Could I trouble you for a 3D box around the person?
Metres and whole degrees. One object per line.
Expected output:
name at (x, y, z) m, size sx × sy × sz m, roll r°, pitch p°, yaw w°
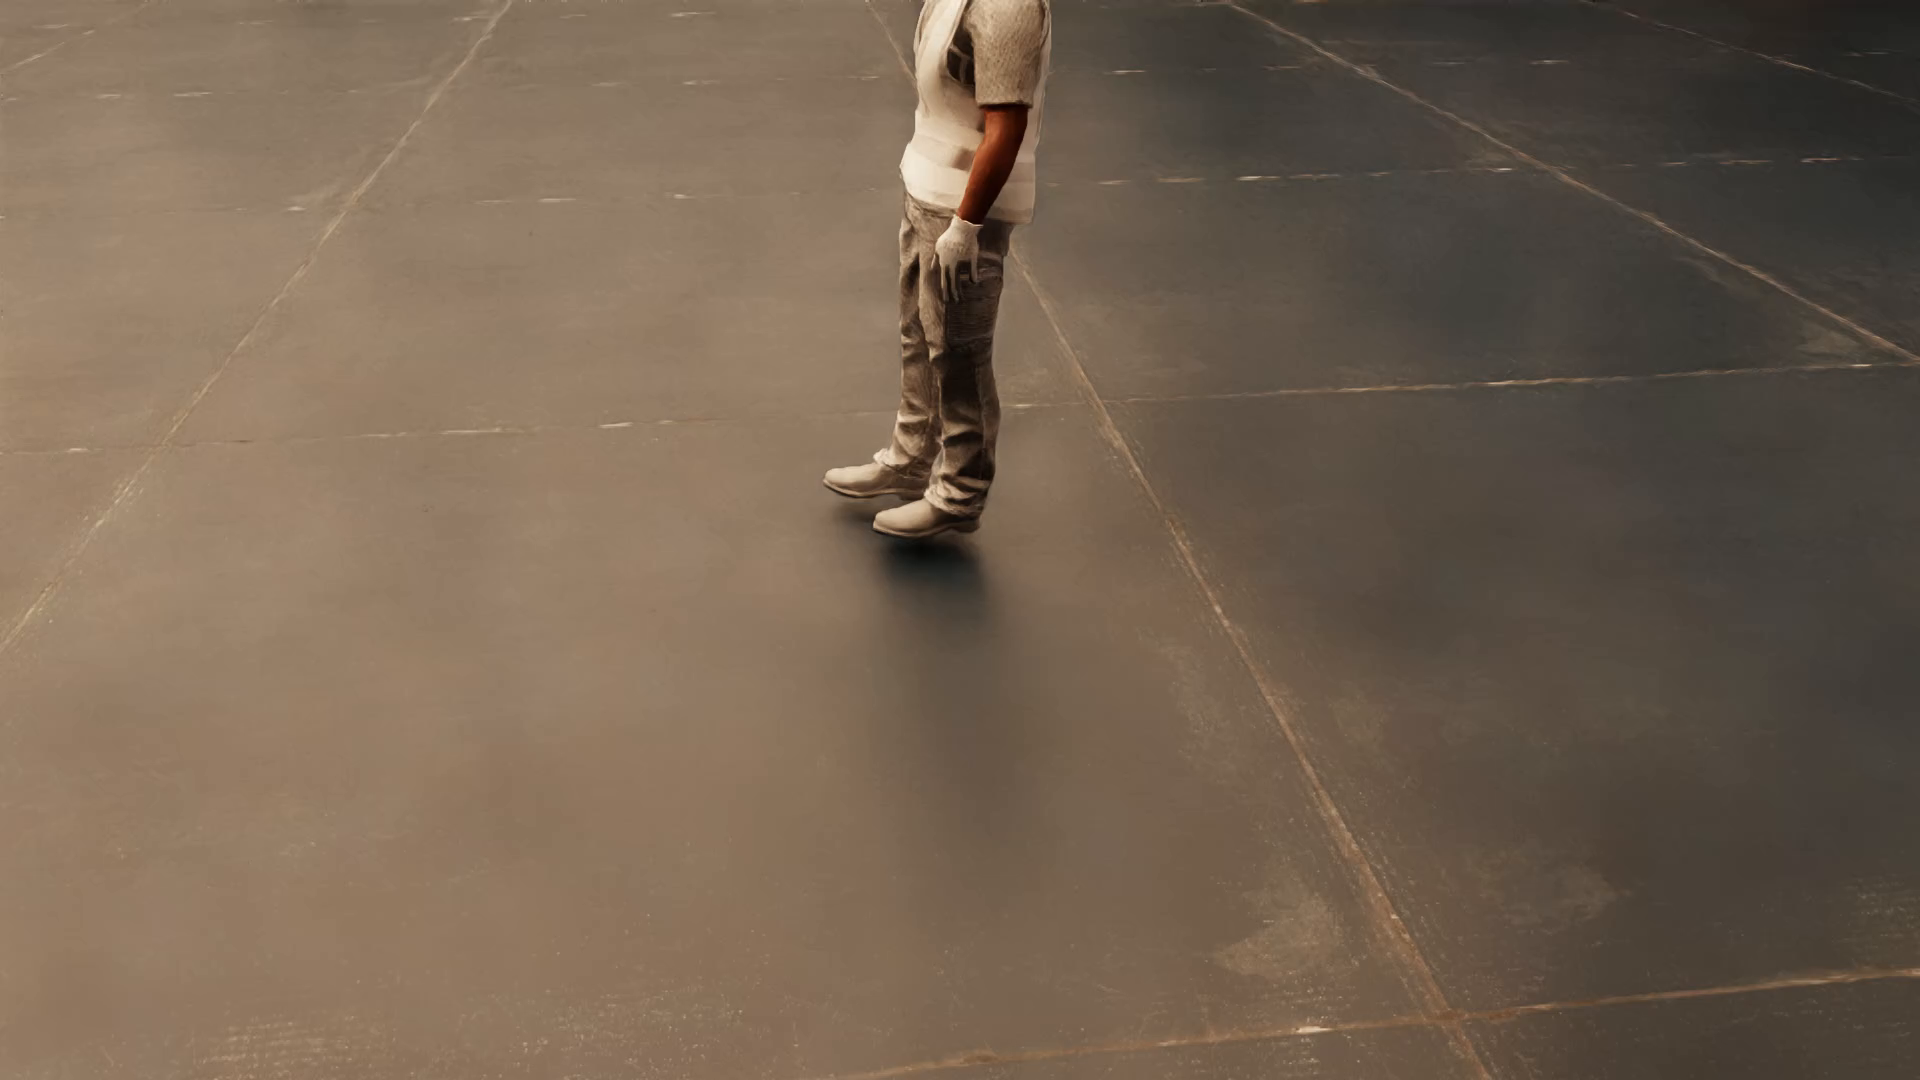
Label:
person at (-0.072, -0.842, 4.198) m, size 0.576 × 1.777 × 0.655 m, roll -3°, pitch 26°, yaw -7°
